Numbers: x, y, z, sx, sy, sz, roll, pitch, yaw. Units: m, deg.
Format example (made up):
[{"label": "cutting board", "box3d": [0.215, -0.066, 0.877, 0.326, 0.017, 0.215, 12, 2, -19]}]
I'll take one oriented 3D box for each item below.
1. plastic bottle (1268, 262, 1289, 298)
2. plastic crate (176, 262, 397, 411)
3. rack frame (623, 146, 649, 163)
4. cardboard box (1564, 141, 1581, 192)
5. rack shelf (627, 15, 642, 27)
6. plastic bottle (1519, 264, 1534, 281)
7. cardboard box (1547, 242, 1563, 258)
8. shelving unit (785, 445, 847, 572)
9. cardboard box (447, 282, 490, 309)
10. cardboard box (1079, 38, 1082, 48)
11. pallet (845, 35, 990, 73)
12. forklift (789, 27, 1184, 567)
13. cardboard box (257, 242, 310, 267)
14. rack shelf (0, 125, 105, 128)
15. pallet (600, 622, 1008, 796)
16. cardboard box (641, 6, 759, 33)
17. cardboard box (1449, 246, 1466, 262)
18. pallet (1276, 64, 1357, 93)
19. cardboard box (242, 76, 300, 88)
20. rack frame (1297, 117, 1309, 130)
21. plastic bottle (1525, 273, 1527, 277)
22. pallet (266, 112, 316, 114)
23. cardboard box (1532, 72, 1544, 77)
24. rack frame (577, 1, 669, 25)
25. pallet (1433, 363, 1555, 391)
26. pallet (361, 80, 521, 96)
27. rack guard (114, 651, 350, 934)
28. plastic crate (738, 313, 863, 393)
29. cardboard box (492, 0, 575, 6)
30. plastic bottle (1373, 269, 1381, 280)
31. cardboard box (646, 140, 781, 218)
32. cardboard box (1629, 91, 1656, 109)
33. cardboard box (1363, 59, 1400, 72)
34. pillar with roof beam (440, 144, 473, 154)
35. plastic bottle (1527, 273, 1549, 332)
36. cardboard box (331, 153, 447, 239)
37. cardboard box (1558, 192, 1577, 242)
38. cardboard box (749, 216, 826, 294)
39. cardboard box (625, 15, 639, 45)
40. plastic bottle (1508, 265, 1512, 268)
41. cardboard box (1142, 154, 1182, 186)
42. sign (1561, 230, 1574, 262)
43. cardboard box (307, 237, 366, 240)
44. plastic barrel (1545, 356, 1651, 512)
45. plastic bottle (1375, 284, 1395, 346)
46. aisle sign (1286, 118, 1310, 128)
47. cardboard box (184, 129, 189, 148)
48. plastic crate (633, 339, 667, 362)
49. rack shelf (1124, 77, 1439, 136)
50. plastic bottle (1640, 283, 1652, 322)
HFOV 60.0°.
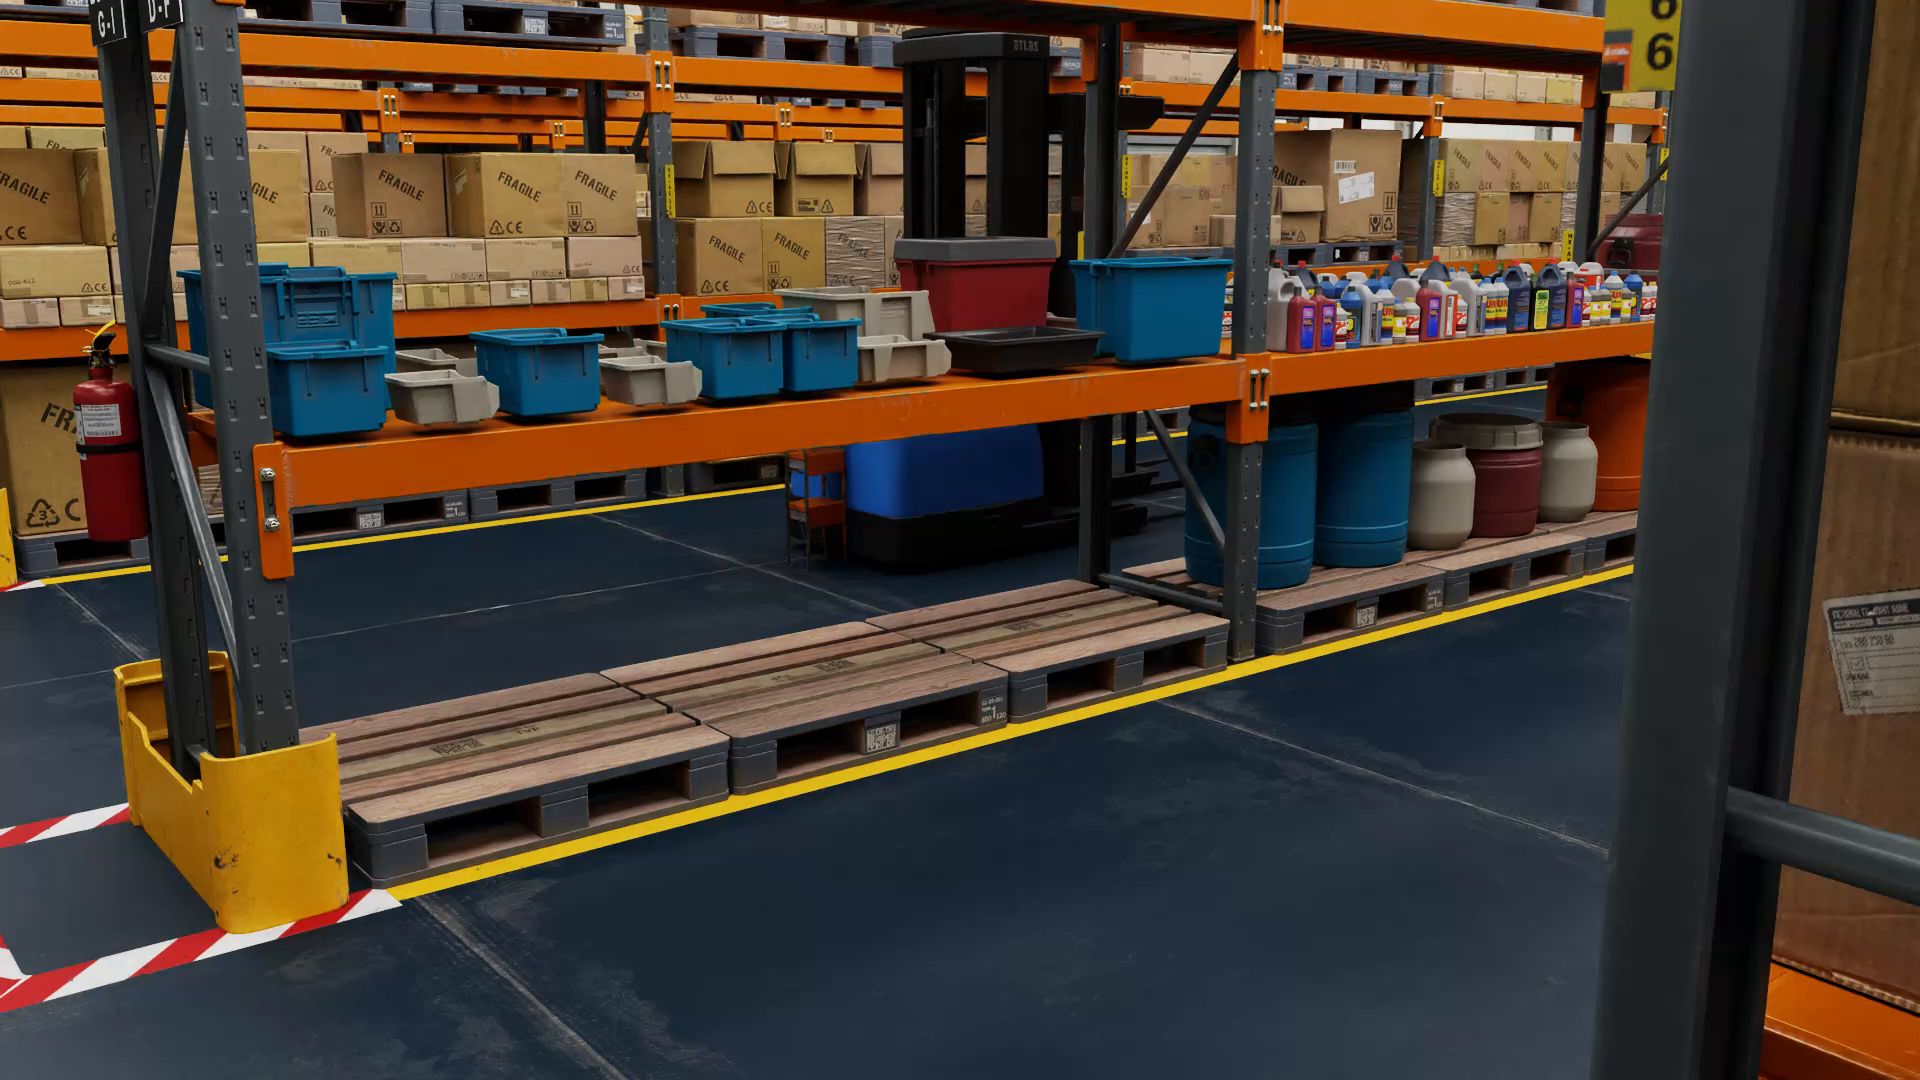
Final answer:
[{"label": "plastic bottle", "box3d": [1.520, -1.149, 7.938, 0.185, 0.351, 0.144, -9, 15, -38]}, {"label": "plastic crate", "box3d": [-2.062, -0.626, 5.124, 0.499, 0.435, 0.616, -9, 15, -38]}, {"label": "rack frame", "box3d": [-5.225, -5.278, 27.262, 0.127, 3.000, 1.000, -9, 15, -38]}, {"label": "cardboard box", "box3d": [6.139, -3.827, 17.064, 0.500, 0.500, 0.500, -9, 15, -38]}, {"label": "rack shelf", "box3d": [-3.683, -6.601, 21.744, 4.000, 0.370, 1.077, -9, 15, -38]}, {"label": "plastic bottle", "box3d": [3.139, -1.419, 9.388, 0.135, 0.276, 0.152, -9, 15, -38]}, {"label": "cardboard box", "box3d": [5.994, -2.980, 17.045, 0.250, 0.149, 0.380, -9, 15, -38]}, {"label": "shelving unit", "box3d": [-0.769, -0.376, 8.870, 0.252, 1.050, 0.215, -10, 16, -40]}, {"label": "cardboard box", "box3d": [-3.014, -1.478, 9.975, 0.250, 0.149, 0.380, -9, 15, -37]}, {"label": "cardboard box", "box3d": [1.163, -4.210, 13.567, 0.500, 0.500, 0.500, -9, 15, -36]}, {"label": "pallet", "box3d": [-0.395, -3.484, 12.047, 1.213, 0.211, 1.003, -9, 15, -35]}, {"label": "forklift", "box3d": [0.476, -1.519, 9.727, 3.031, 2.935, 1.130, -10, 16, -40]}, {"label": "cardboard box", "box3d": [-3.961, -1.532, 9.269, 0.500, 0.250, 0.500, -10, 16, -40]}, {"label": "rack shelf", "box3d": [-13.034, -5.095, 20.914, 4.000, 0.370, 1.077, -9, 15, -38]}, {"label": "pallet", "box3d": [-0.586, 0.601, 6.292, 1.213, 0.211, 1.003, -9, 15, -38]}, {"label": "cardboard box", "box3d": [-1.731, -3.626, 11.011, 0.500, 0.500, 0.700, -9, 15, -36]}, {"label": "cardboard box", "box3d": [4.629, -2.752, 15.974, 0.250, 0.149, 0.380, -9, 15, -38]}, {"label": "pallet", "box3d": [2.713, -4.043, 14.679, 1.003, 0.211, 1.213, -9, 15, -38]}, {"label": "cardboard box", "box3d": [-5.809, -3.869, 13.766, 0.500, 0.250, 0.500, -9, 15, -38]}, {"label": "rack frame", "box3d": [4.173, -4.202, 22.198, 0.127, 3.000, 1.000, -9, 15, -38]}, {"label": "plastic bottle", "box3d": [2.812, -1.185, 8.268, 0.133, 0.283, 0.061, -9, 15, -38]}, {"label": "pallet", "box3d": [-7.683, -4.936, 18.890, 1.217, 0.209, 0.805, -10, 16, -40]}, {"label": "cardboard box", "box3d": [5.511, -4.622, 16.354, 0.250, 0.149, 0.380, -10, 15, -39]}, {"label": "rack frame", "box3d": [-2.177, -4.762, 10.391, 0.127, 3.000, 1.000, -9, 15, -38]}, {"label": "pallet", "box3d": [5.525, -1.754, 17.380, 1.213, 0.211, 1.003, -9, 15, -38]}, {"label": "pallet", "box3d": [-4.648, -4.083, 14.868, 1.003, 0.211, 1.213, -9, 15, -38]}, {"label": "rack guard", "box3d": [-2.217, 0.723, 5.022, 0.348, 0.500, 1.175, -9, 15, -38]}, {"label": "plastic crate", "box3d": [-0.546, -0.641, 5.685, 0.300, 0.233, 0.416, -9, 15, -38]}, {"label": "cardboard box", "box3d": [-2.751, -3.487, 10.114, 0.500, 0.500, 0.700, -11, 16, -41]}, {"label": "plastic bottle", "box3d": [2.140, -1.269, 8.663, 0.133, 0.283, 0.061, -9, 15, -38]}, {"label": "cardboard box", "box3d": [-1.684, -2.451, 11.296, 0.637, 0.503, 0.797, -10, 16, -39]}, {"label": "cardboard box", "box3d": [6.975, -4.675, 17.563, 0.500, 0.250, 0.500, -9, 15, -36]}, {"label": "cardboard box", "box3d": [3.641, -4.544, 15.325, 0.637, 0.503, 0.797, -10, 16, -40]}, {"label": "pillar with roof beam", "box3d": [-5.204, -7.310, 22.391, 0.400, 9.000, 9.100, -9, 15, -38]}, {"label": "plastic bottle", "box3d": [2.850, -1.175, 8.222, 0.133, 0.283, 0.061, -9, 15, -38]}, {"label": "cardboard box", "box3d": [-3.504, -2.115, 10.207, 0.500, 0.500, 0.500, -10, 16, -39]}, {"label": "cardboard box", "box3d": [6.014, -3.370, 17.321, 0.500, 0.500, 0.875, -9, 15, -38]}, {"label": "cardboard box", "box3d": [-1.270, -1.961, 11.402, 0.500, 0.500, 0.500, -9, 15, -38]}, {"label": "cardboard box", "box3d": [-3.219, -4.790, 15.660, 0.258, 0.266, 0.396, -9, 15, -38]}, {"label": "plastic bottle", "box3d": [3.070, -1.396, 9.292, 0.097, 0.271, 0.097, 0, 12, 0]}, {"label": "cardboard box", "box3d": [2.224, -4.465, 20.475, 0.550, 0.550, 0.875, -9, 15, -38]}, {"label": "sign", "box3d": [3.691, -1.711, 10.074, 0.005, 0.325, 0.100, -9, 15, -38]}, {"label": "cardboard box", "box3d": [-3.890, -1.687, 9.996, 0.500, 0.250, 0.500, -9, 15, -38]}, {"label": "plastic barrel", "box3d": [3.669, -0.621, 9.545, 0.708, 0.830, 0.600, -9, 15, -38]}, {"label": "plastic bottle", "box3d": [1.910, -1.018, 7.510, 0.097, 0.271, 0.097, 0, 12, 0]}, {"label": "aisle sign", "box3d": [4.416, -5.435, 21.742, 0.004, 0.787, 0.394, -9, 15, -38]}, {"label": "cardboard box", "box3d": [-6.204, -3.092, 13.604, 0.500, 0.500, 0.500, -9, 15, -36]}, {"label": "plastic crate", "box3d": [-1.026, -0.658, 5.995, 0.250, 0.136, 0.298, -9, 15, -38]}, {"label": "rack shelf", "box3d": [2.508, -3.722, 14.444, 4.000, 0.370, 1.077, -9, 15, -38]}, {"label": "plastic bottle", "box3d": [3.633, -1.270, 8.866, 0.097, 0.201, 0.097, 0, 12, 0]}]
